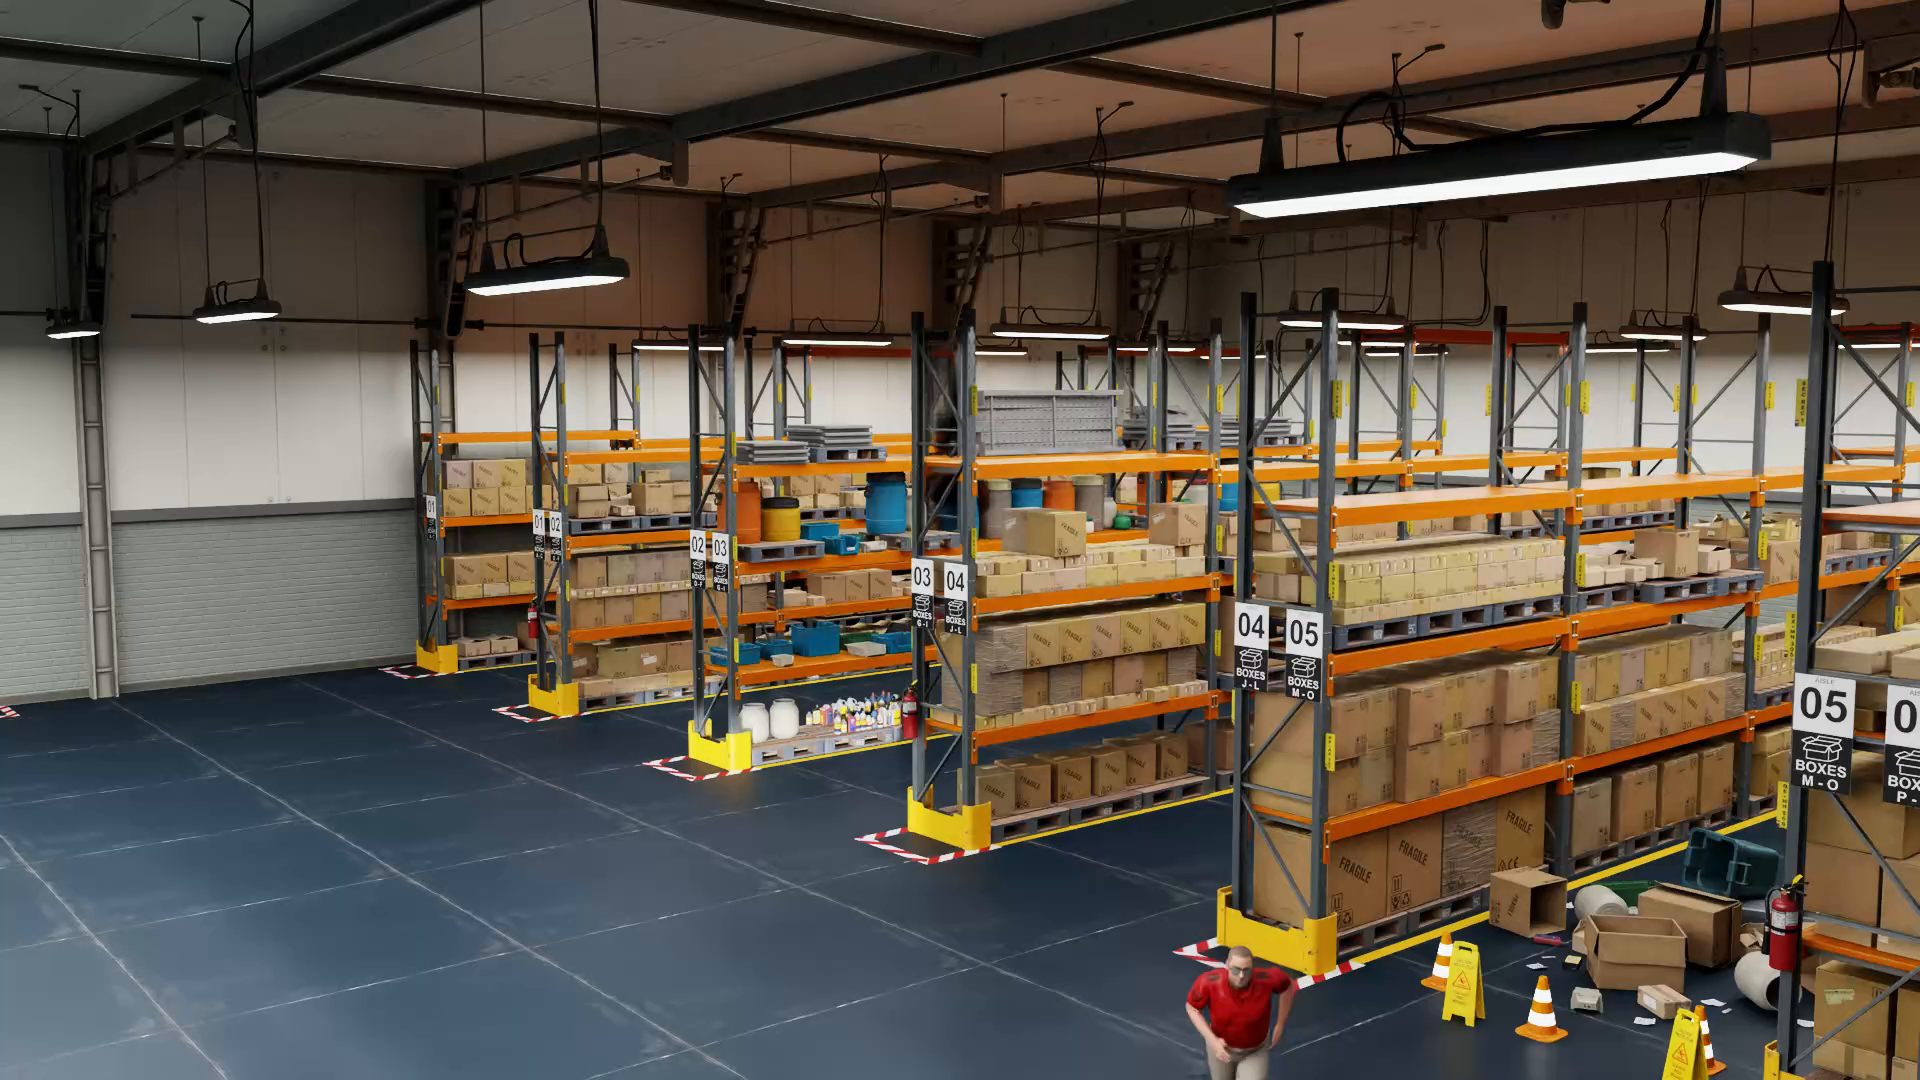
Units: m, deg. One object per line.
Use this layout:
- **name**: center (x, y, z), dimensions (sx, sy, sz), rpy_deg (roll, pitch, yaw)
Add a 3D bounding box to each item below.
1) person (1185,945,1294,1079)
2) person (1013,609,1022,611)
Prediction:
- **person**: center (1.819, 3.365, 10.916), dimensions (0.703, 1.694, 1.019), rpy_deg (0, 5, 4)
- **person**: center (1.032, 1.442, 29.931), dimensions (0.848, 1.592, 0.580), rpy_deg (-5, 7, -44)
